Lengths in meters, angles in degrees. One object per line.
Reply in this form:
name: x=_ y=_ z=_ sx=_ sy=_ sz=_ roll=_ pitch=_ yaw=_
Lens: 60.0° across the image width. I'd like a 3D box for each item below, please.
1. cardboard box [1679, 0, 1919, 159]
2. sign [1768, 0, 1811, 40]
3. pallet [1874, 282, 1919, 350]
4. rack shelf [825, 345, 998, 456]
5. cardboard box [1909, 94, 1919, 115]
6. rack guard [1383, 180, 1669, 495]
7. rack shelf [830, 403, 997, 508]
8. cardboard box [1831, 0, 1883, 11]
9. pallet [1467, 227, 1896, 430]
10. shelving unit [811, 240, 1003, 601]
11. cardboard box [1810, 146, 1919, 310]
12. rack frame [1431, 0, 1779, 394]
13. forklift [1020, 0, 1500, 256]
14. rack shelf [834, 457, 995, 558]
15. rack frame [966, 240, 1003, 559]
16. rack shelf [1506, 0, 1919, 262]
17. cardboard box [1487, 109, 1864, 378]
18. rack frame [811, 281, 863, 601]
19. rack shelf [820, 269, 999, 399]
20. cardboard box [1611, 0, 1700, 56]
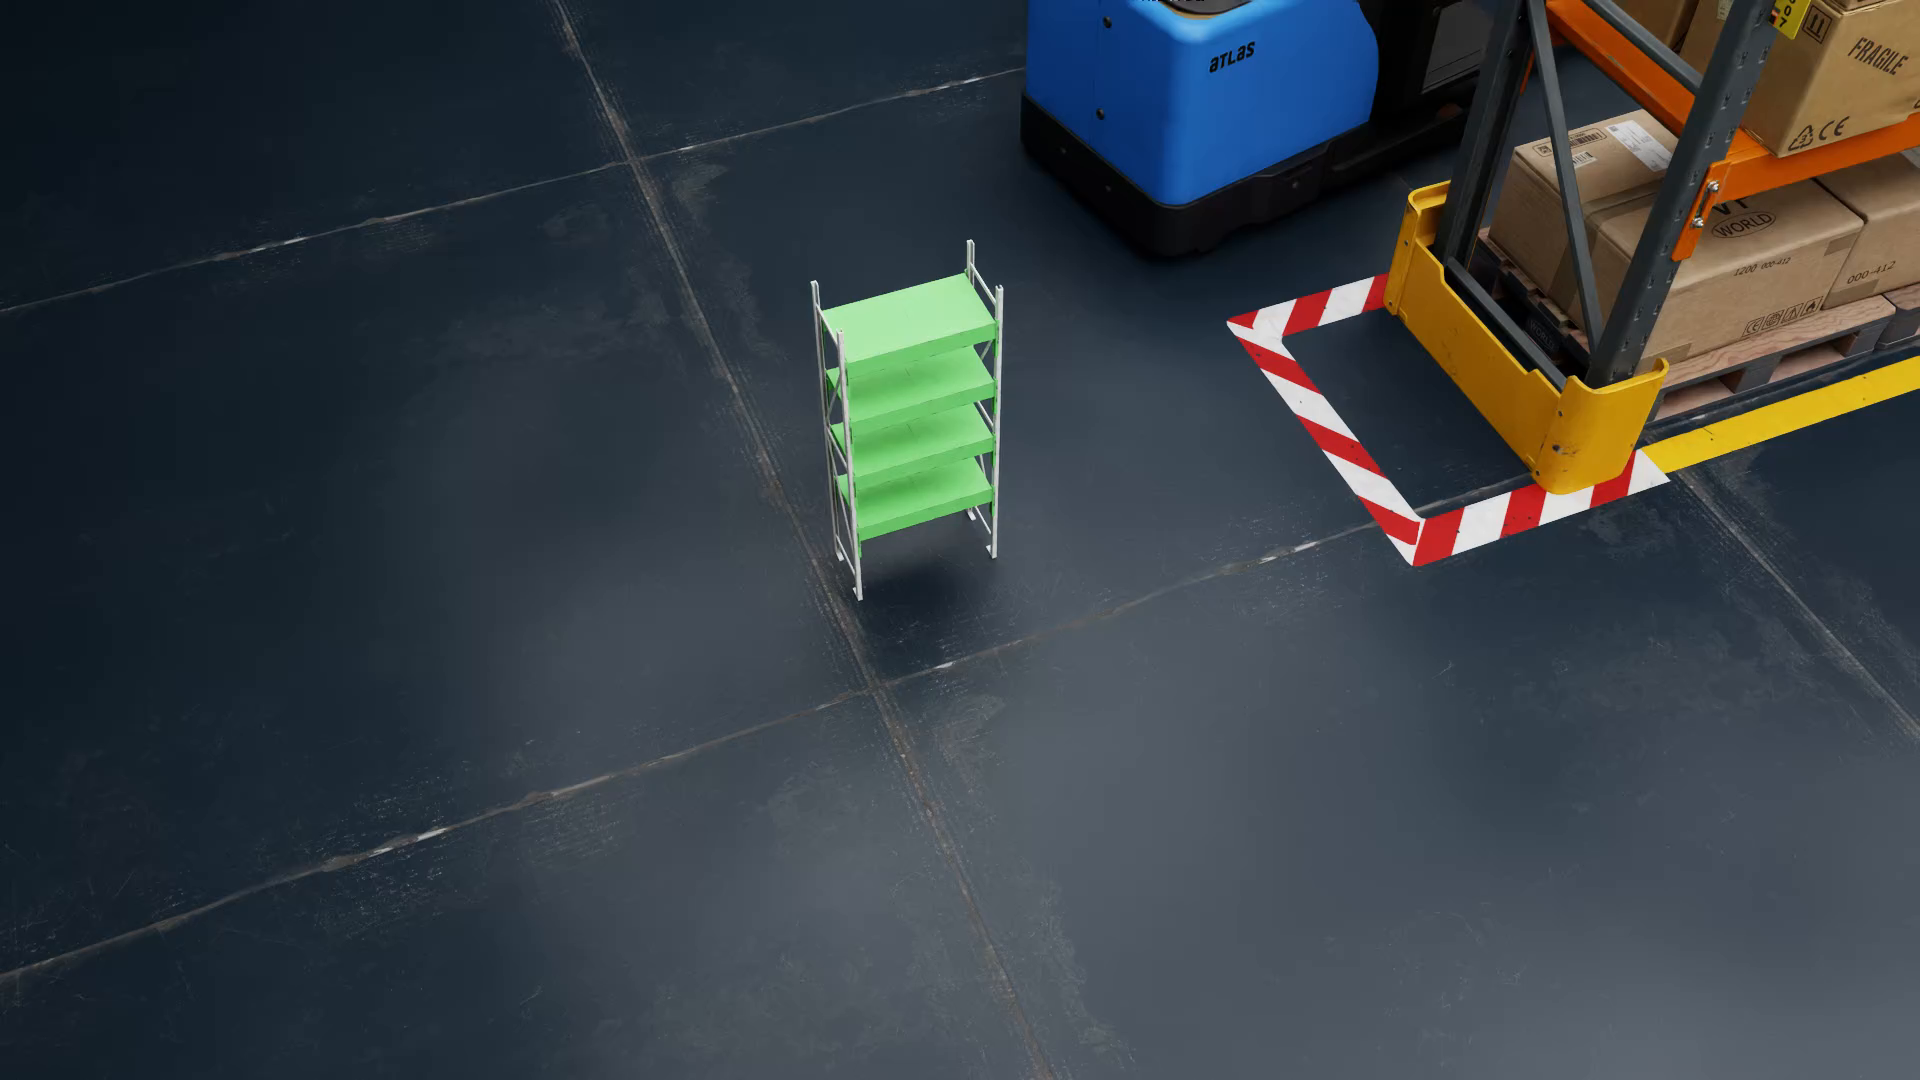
cardboard box: x=2.602 y=-1.557 z=5.044 sx=0.500 sy=0.500 sz=0.500 roll=-18 pitch=52 yaw=-15
sign: x=2.253 y=-1.504 z=4.442 sx=0.005 sy=0.325 sz=0.100 roll=-17 pitch=52 yaw=-14
pallet: x=3.887 y=-1.311 z=6.737 sx=1.213 sy=0.211 sz=1.003 roll=-17 pitch=52 yaw=-14
rack shelf: x=-0.153 y=-0.458 z=5.120 sx=0.480 sy=0.148 sz=0.258 roll=-17 pitch=52 yaw=-14
cardboard box: x=3.059 y=-1.721 z=5.185 sx=0.500 sy=0.500 sz=0.500 roll=-18 pitch=52 yaw=-15
rack guard: x=2.026 y=-0.767 z=6.079 sx=0.348 sy=0.500 sz=1.175 roll=-17 pitch=52 yaw=-14
rack shelf: x=-0.153 y=-0.302 z=5.303 sx=0.480 sy=0.148 sz=0.258 roll=-17 pitch=52 yaw=-14
cardboard box: x=2.601 y=-1.884 z=4.666 sx=0.500 sy=0.500 sz=0.500 roll=-18 pitch=52 yaw=-15
pallet: x=2.759 y=-0.964 z=6.439 sx=1.213 sy=0.211 sz=1.003 roll=-17 pitch=52 yaw=-14
shelving unit: x=-0.153 y=-0.343 z=5.254 sx=0.503 sy=1.200 sz=0.258 roll=-17 pitch=52 yaw=-14
cardboard box: x=3.466 y=-1.418 z=6.403 sx=0.875 sy=0.438 sz=0.875 roll=-16 pitch=51 yaw=-13
rack frame: x=2.049 y=-1.588 z=5.137 sx=0.127 sy=3.000 sz=1.000 roll=-17 pitch=52 yaw=-14
forklift: x=1.762 y=-2.983 z=6.380 sx=3.031 sy=2.935 sz=1.130 roll=-27 pitch=55 yaw=-22
rack shelf: x=-0.153 y=-0.145 z=5.485 sx=0.480 sy=0.148 sz=0.258 roll=-17 pitch=52 yaw=-14
rack frame: x=0.073 y=-0.413 z=5.314 sx=0.015 sy=1.200 sz=0.240 roll=-17 pitch=52 yaw=-14
rack shelf: x=3.900 y=-1.927 z=5.902 sx=4.000 sy=0.370 sz=1.077 roll=-17 pitch=52 yaw=-14
cardboard box: x=2.622 y=-1.150 z=6.172 sx=0.875 sy=0.438 sz=0.875 roll=-19 pitch=52 yaw=-15
rack frame: x=-0.379 y=-0.273 z=5.194 sx=0.015 sy=1.200 sz=0.240 roll=-17 pitch=52 yaw=-14
rack shelf: x=-0.153 y=-0.615 z=4.938 sx=0.480 sy=0.148 sz=0.258 roll=-17 pitch=52 yaw=-14
cardboard box: x=2.395 y=-1.945 z=5.377 sx=0.500 sy=0.500 sz=0.500 roll=-17 pitch=51 yaw=-14
